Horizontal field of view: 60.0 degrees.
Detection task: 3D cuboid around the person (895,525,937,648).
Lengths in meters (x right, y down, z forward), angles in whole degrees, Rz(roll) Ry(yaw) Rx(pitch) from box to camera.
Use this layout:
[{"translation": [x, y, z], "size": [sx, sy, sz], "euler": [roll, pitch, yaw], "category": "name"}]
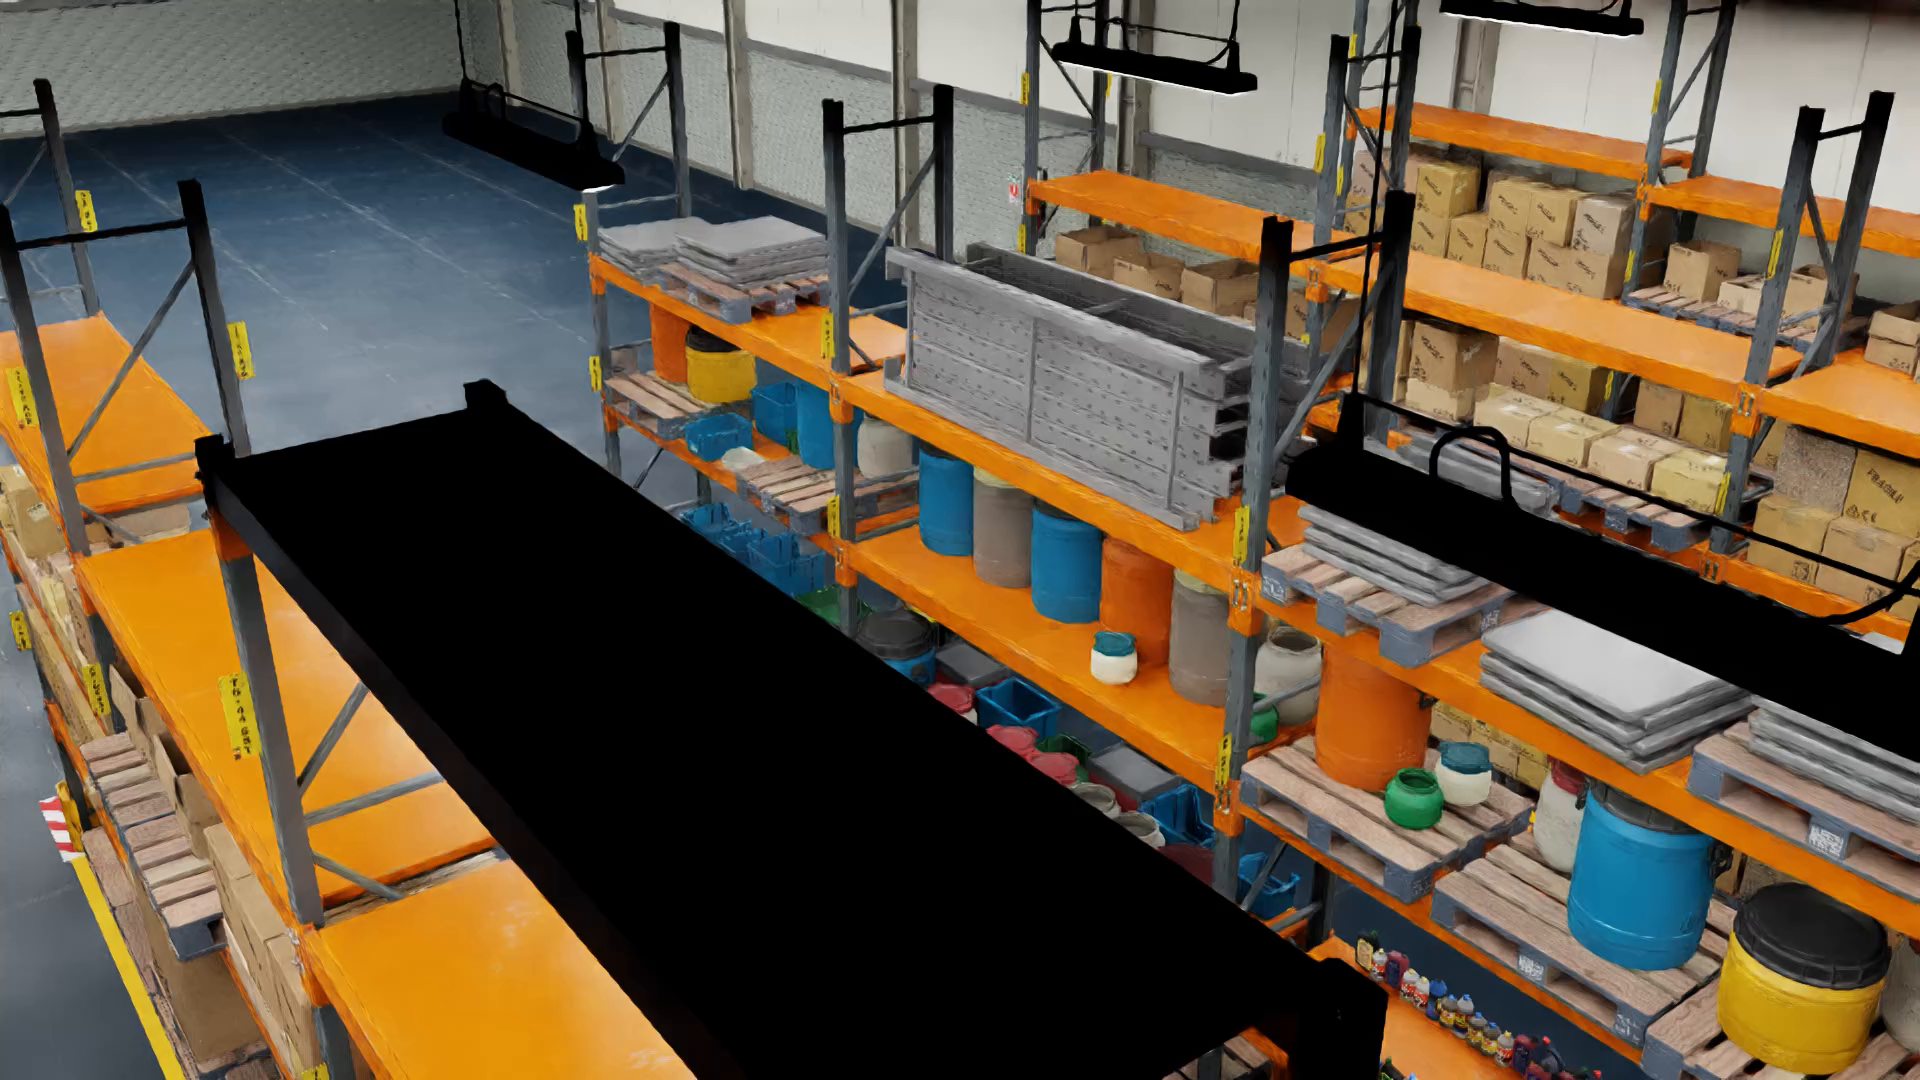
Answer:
[{"translation": [-0.307, 0.688, 15.475], "size": [0.719, 1.714, 0.578], "euler": [-18, 30, -34], "category": "person"}]
